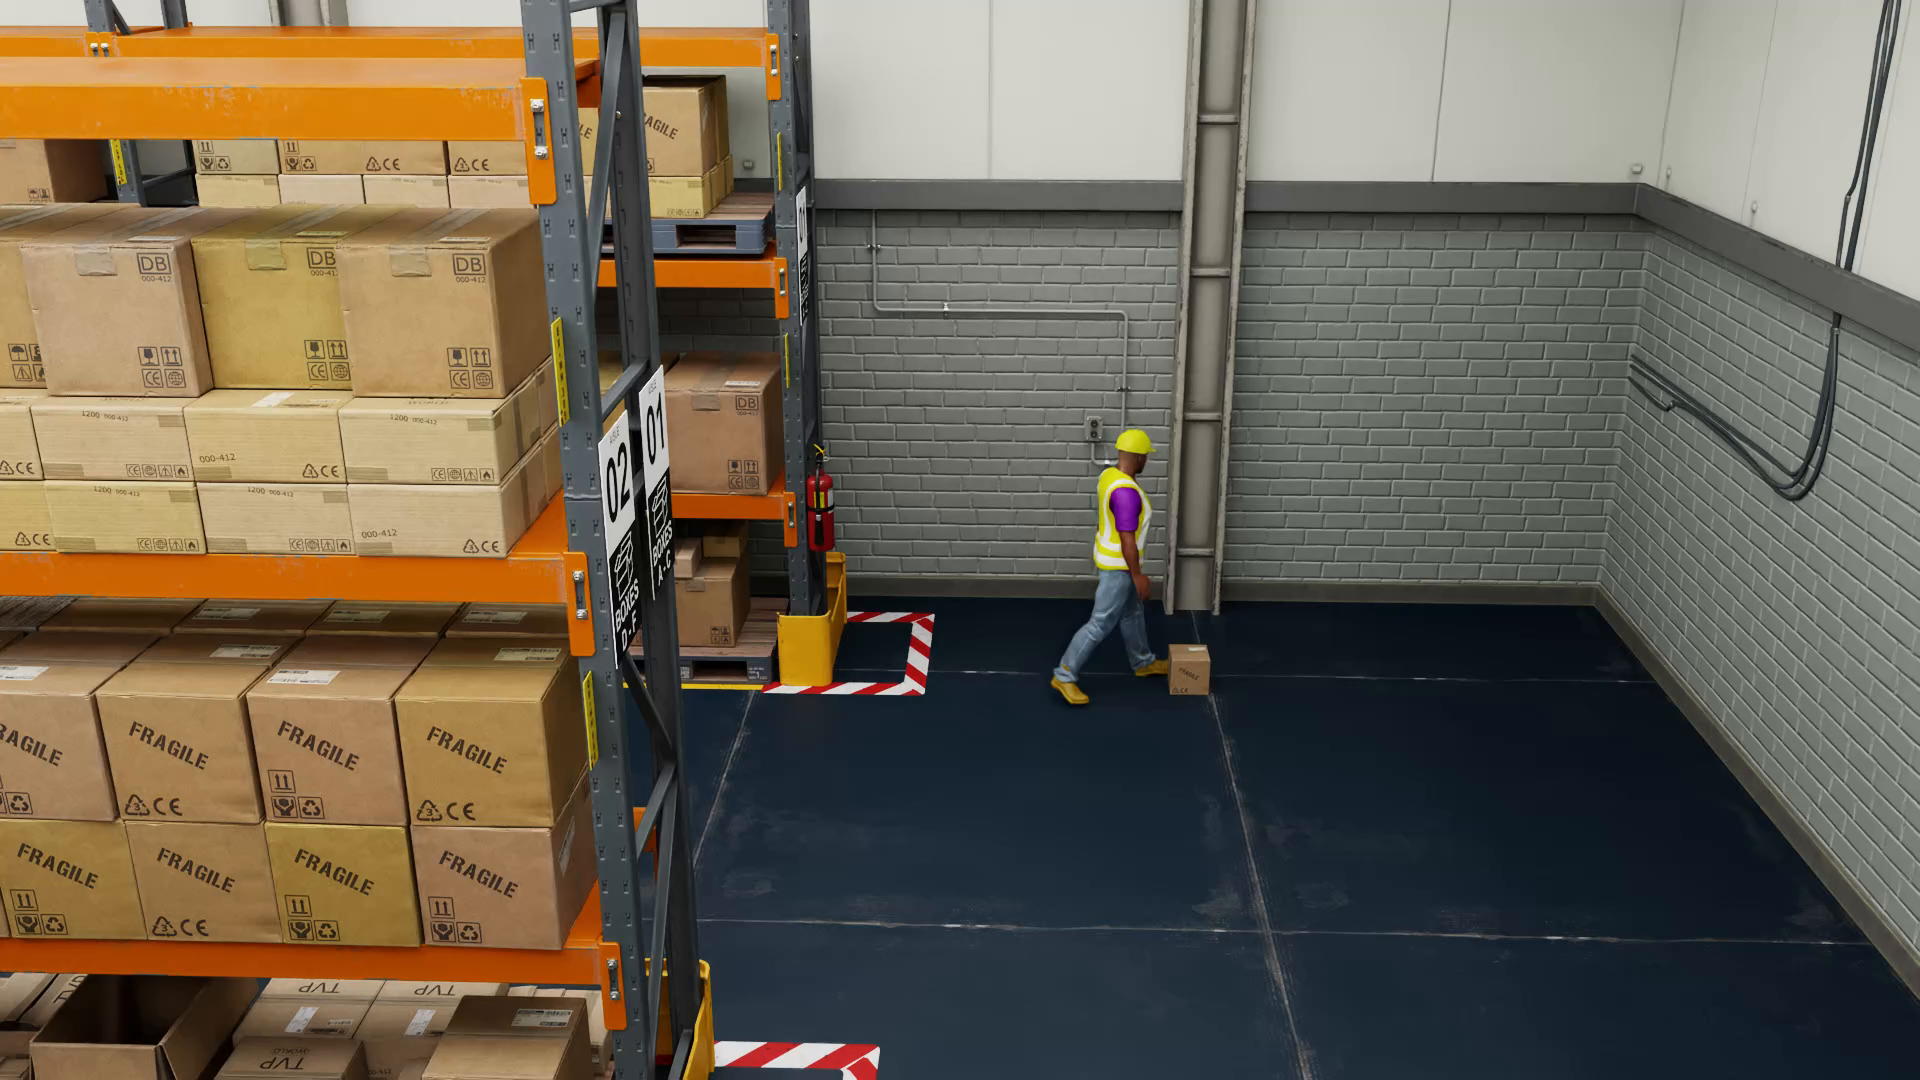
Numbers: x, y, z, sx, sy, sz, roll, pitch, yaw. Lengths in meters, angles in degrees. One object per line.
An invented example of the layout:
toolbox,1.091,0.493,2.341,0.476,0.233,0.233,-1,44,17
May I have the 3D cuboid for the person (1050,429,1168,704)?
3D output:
person,1.027,0.155,10.653,0.883,1.751,0.684,0,21,0
